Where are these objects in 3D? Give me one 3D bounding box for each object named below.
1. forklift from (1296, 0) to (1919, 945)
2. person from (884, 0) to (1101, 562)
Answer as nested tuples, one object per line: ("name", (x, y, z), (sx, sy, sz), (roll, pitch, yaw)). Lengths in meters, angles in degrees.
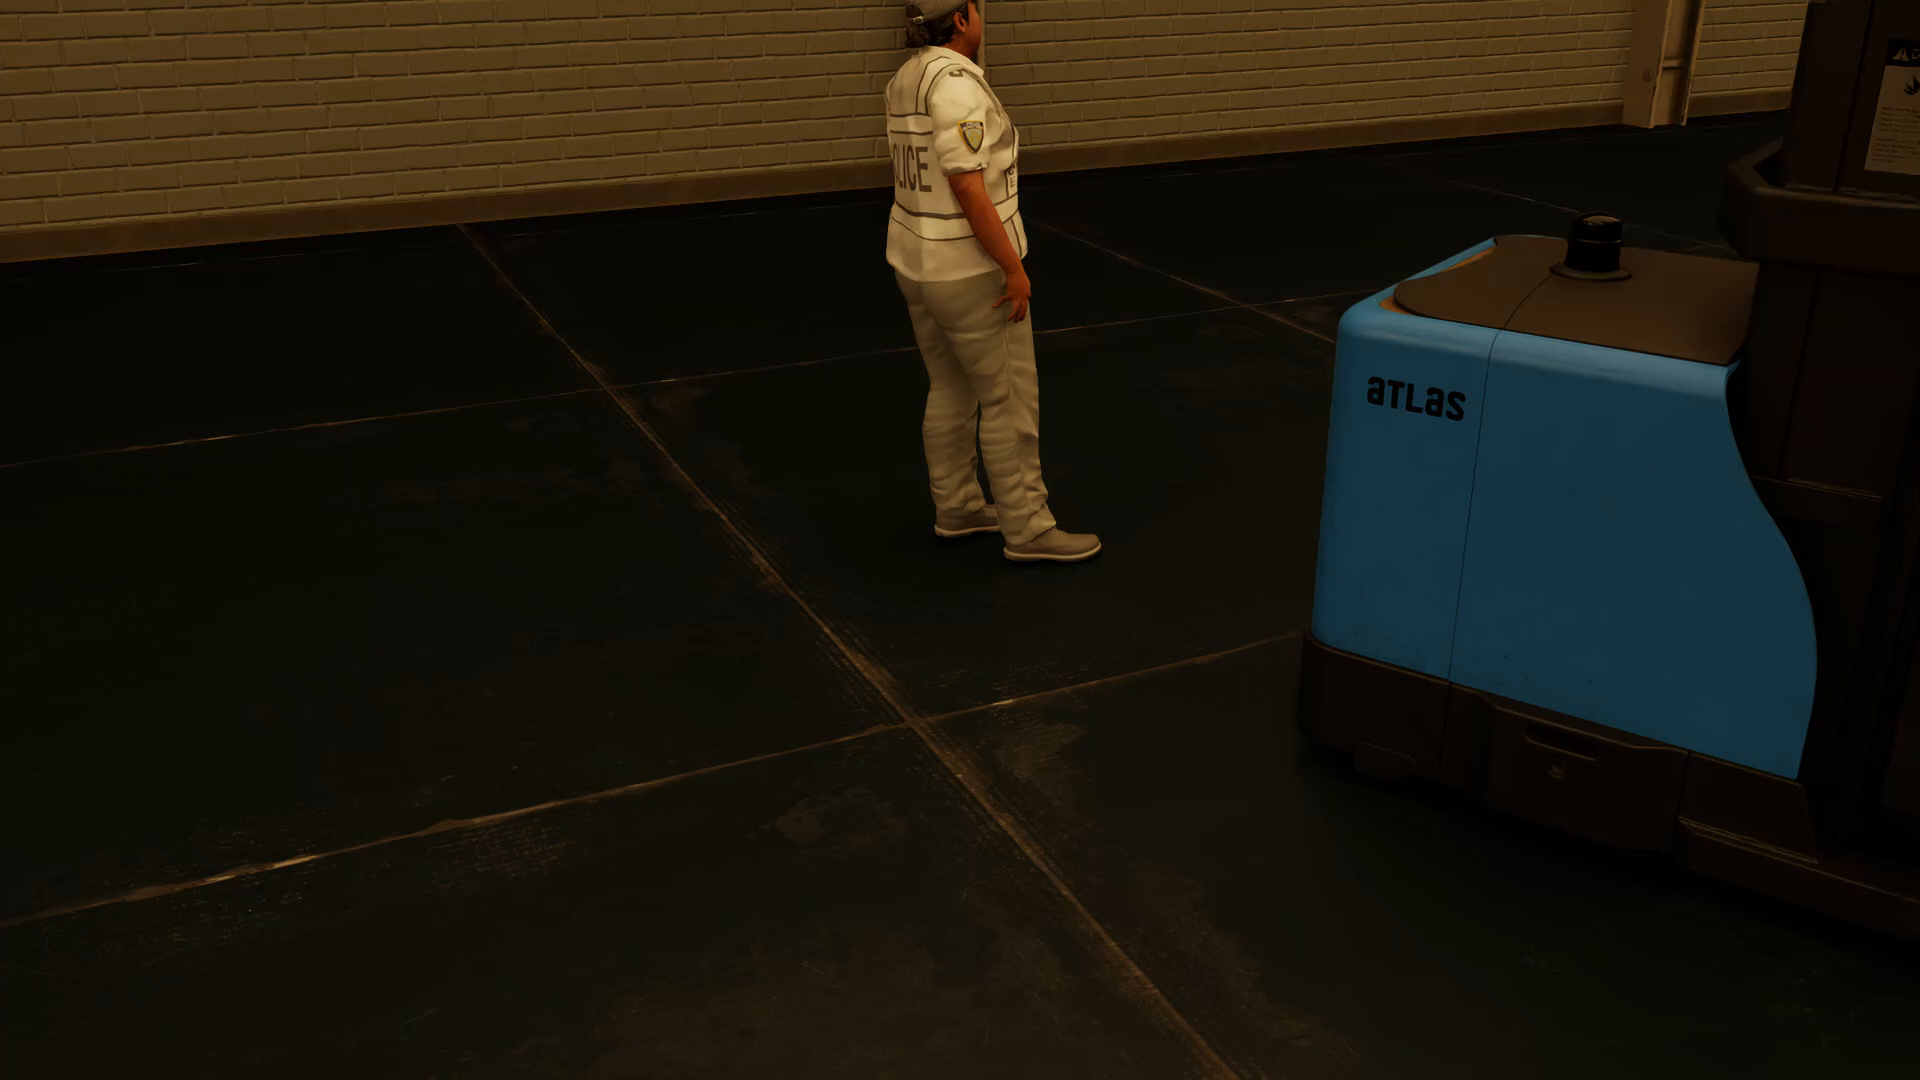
("forklift", (2.270, -0.659, 2.872), (3.031, 2.935, 1.130), (16, 27, 33))
("person", (0.079, -0.780, 4.795), (0.529, 1.670, 0.598), (-10, 25, -23))
